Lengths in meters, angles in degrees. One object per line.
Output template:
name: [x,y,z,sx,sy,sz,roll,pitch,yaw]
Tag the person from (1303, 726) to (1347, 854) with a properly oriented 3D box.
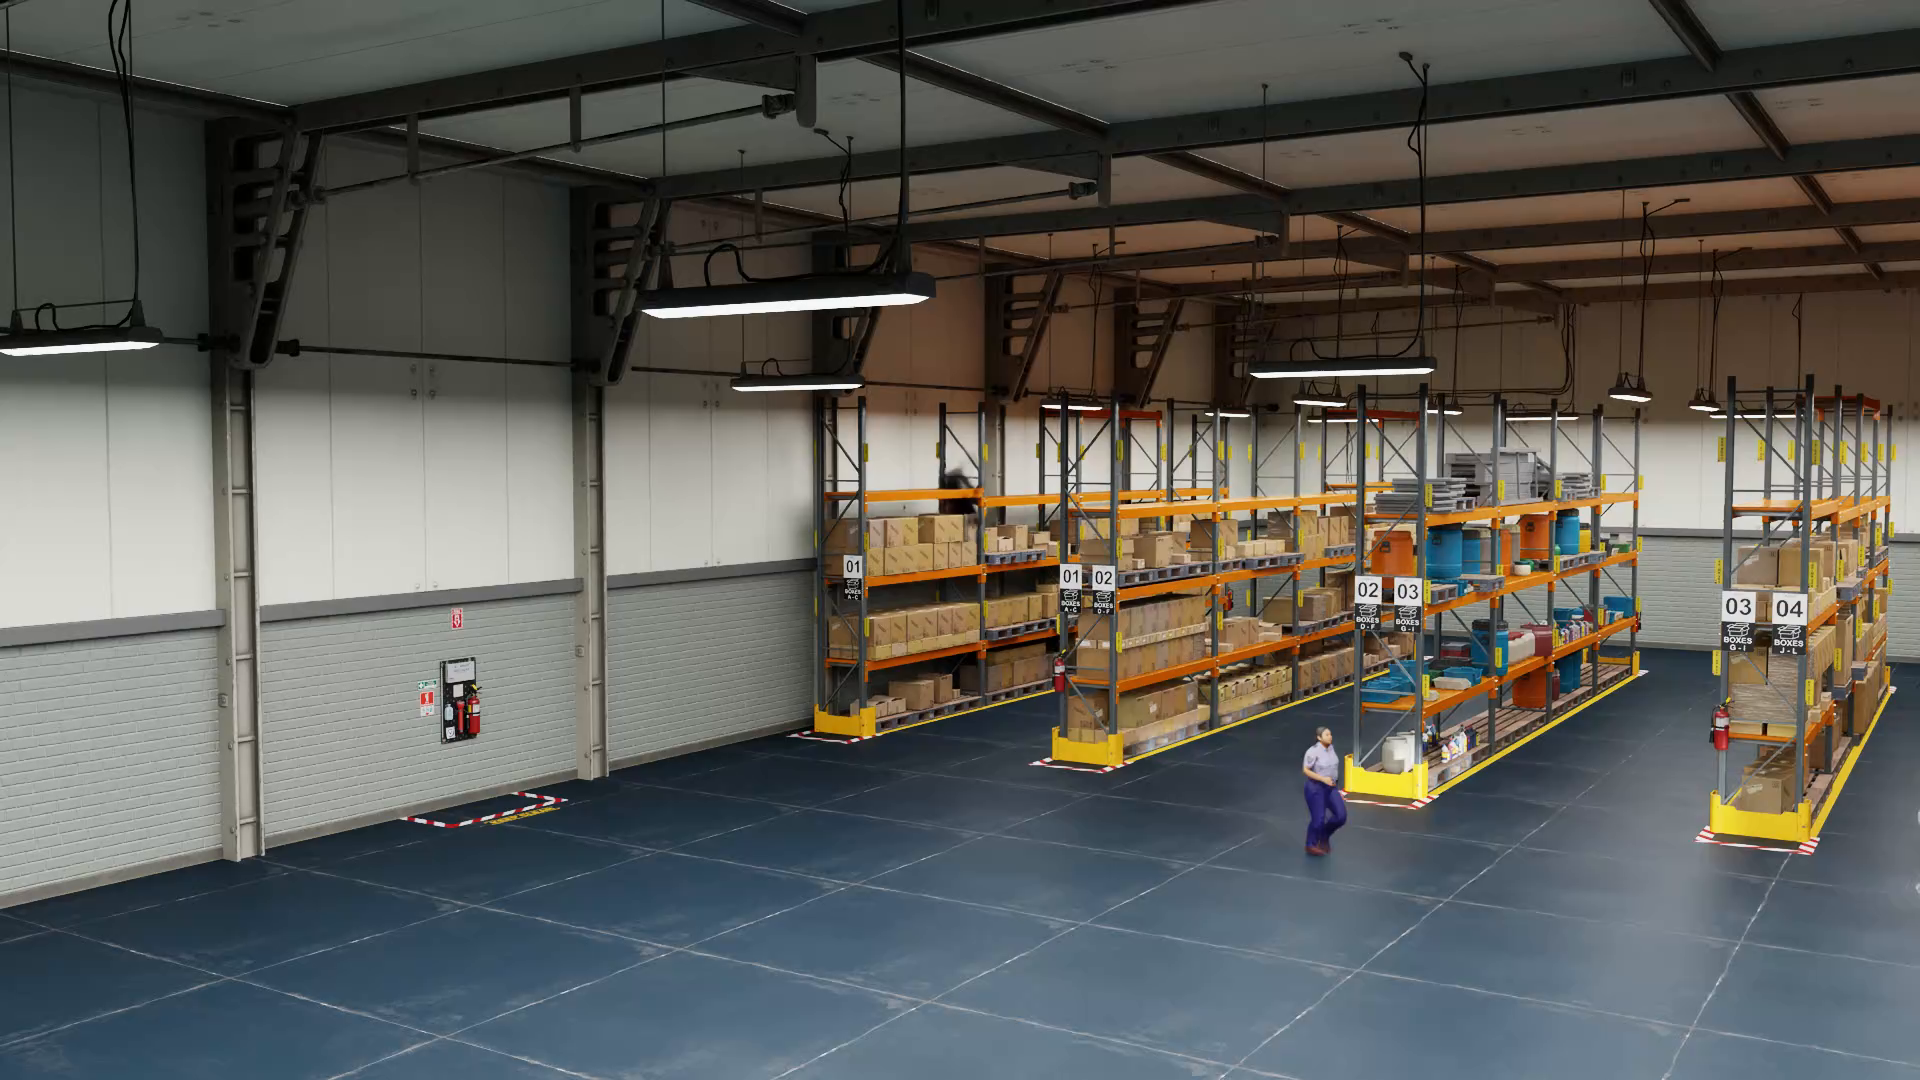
person: [4.513,3.111,20.585,0.612,1.621,0.586,-2,4,-31]
